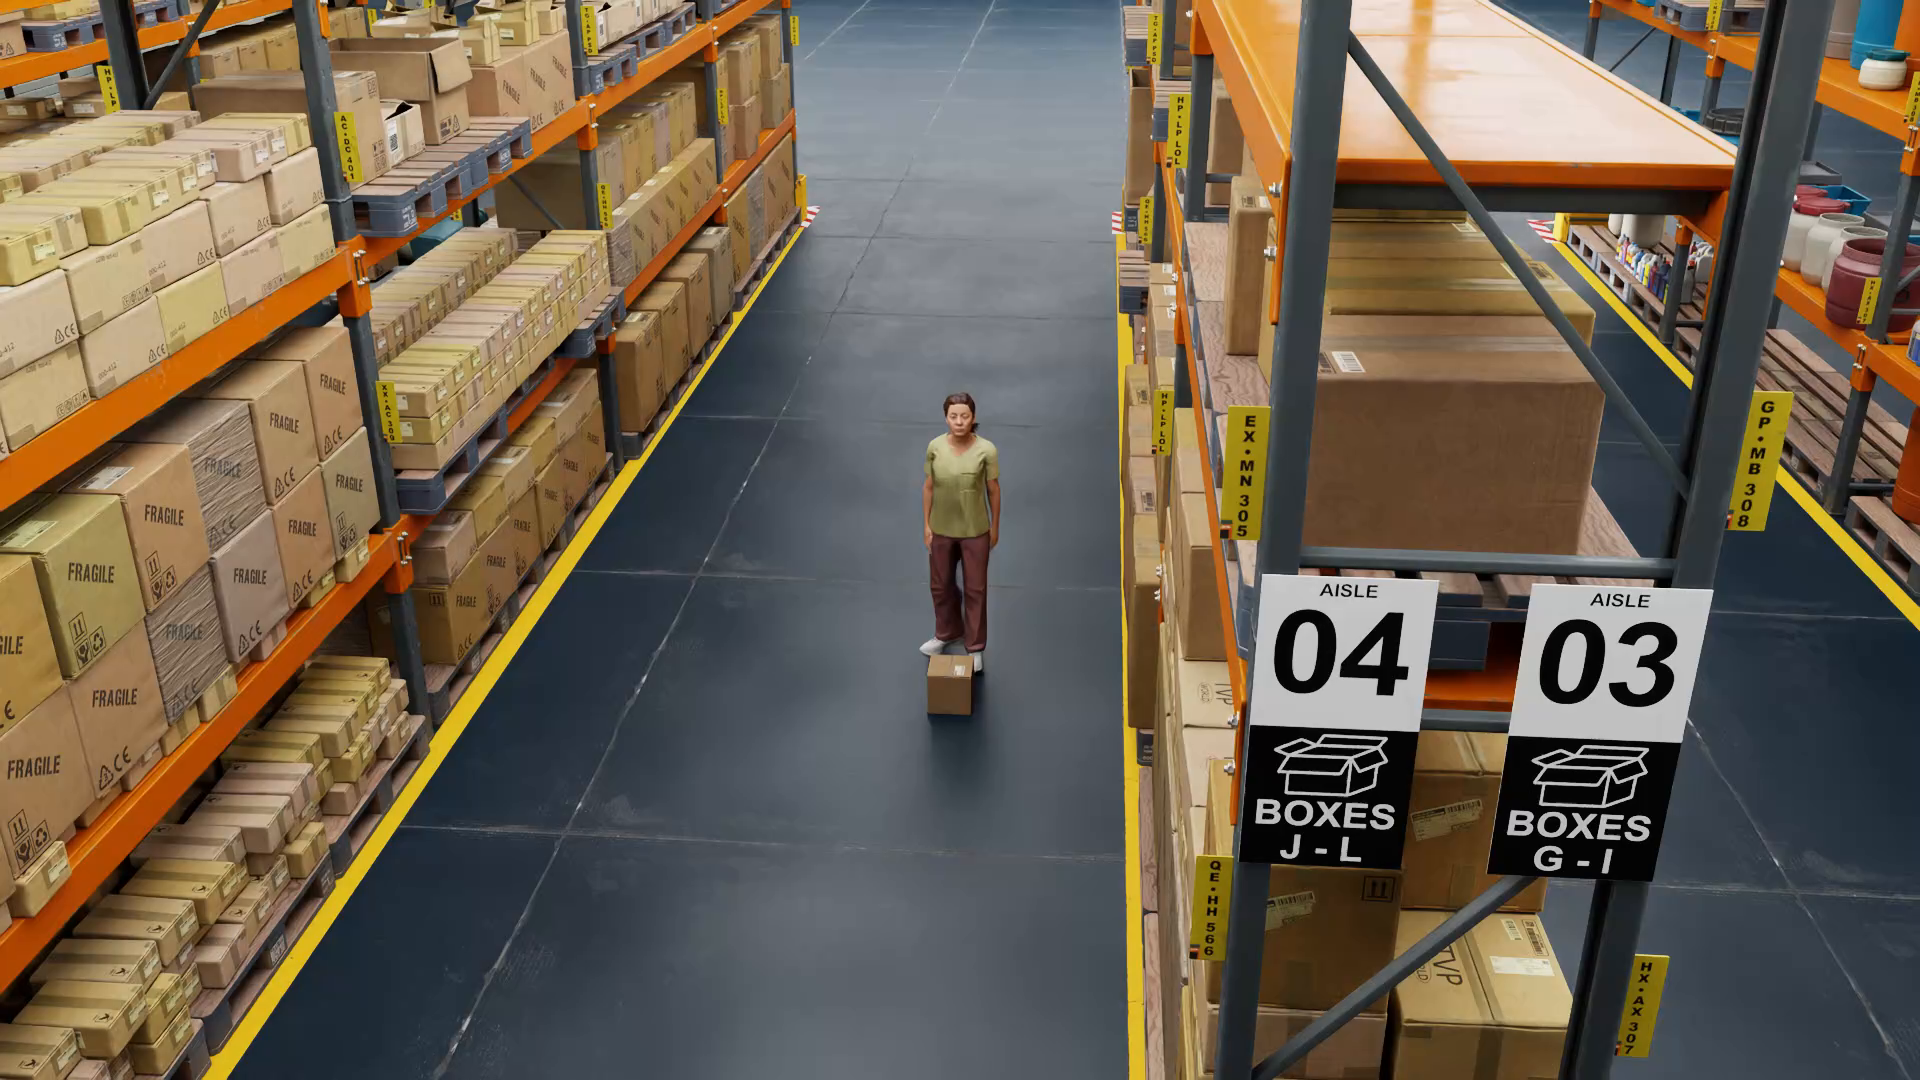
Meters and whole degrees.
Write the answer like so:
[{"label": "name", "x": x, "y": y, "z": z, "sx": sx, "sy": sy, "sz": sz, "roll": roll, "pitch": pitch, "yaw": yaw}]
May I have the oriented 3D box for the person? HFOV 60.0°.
[{"label": "person", "x": -0.010, "y": -0.054, "z": 9.680, "sx": 0.470, "sy": 1.671, "sz": 0.403, "roll": 5, "pitch": 25, "yaw": 11}]
